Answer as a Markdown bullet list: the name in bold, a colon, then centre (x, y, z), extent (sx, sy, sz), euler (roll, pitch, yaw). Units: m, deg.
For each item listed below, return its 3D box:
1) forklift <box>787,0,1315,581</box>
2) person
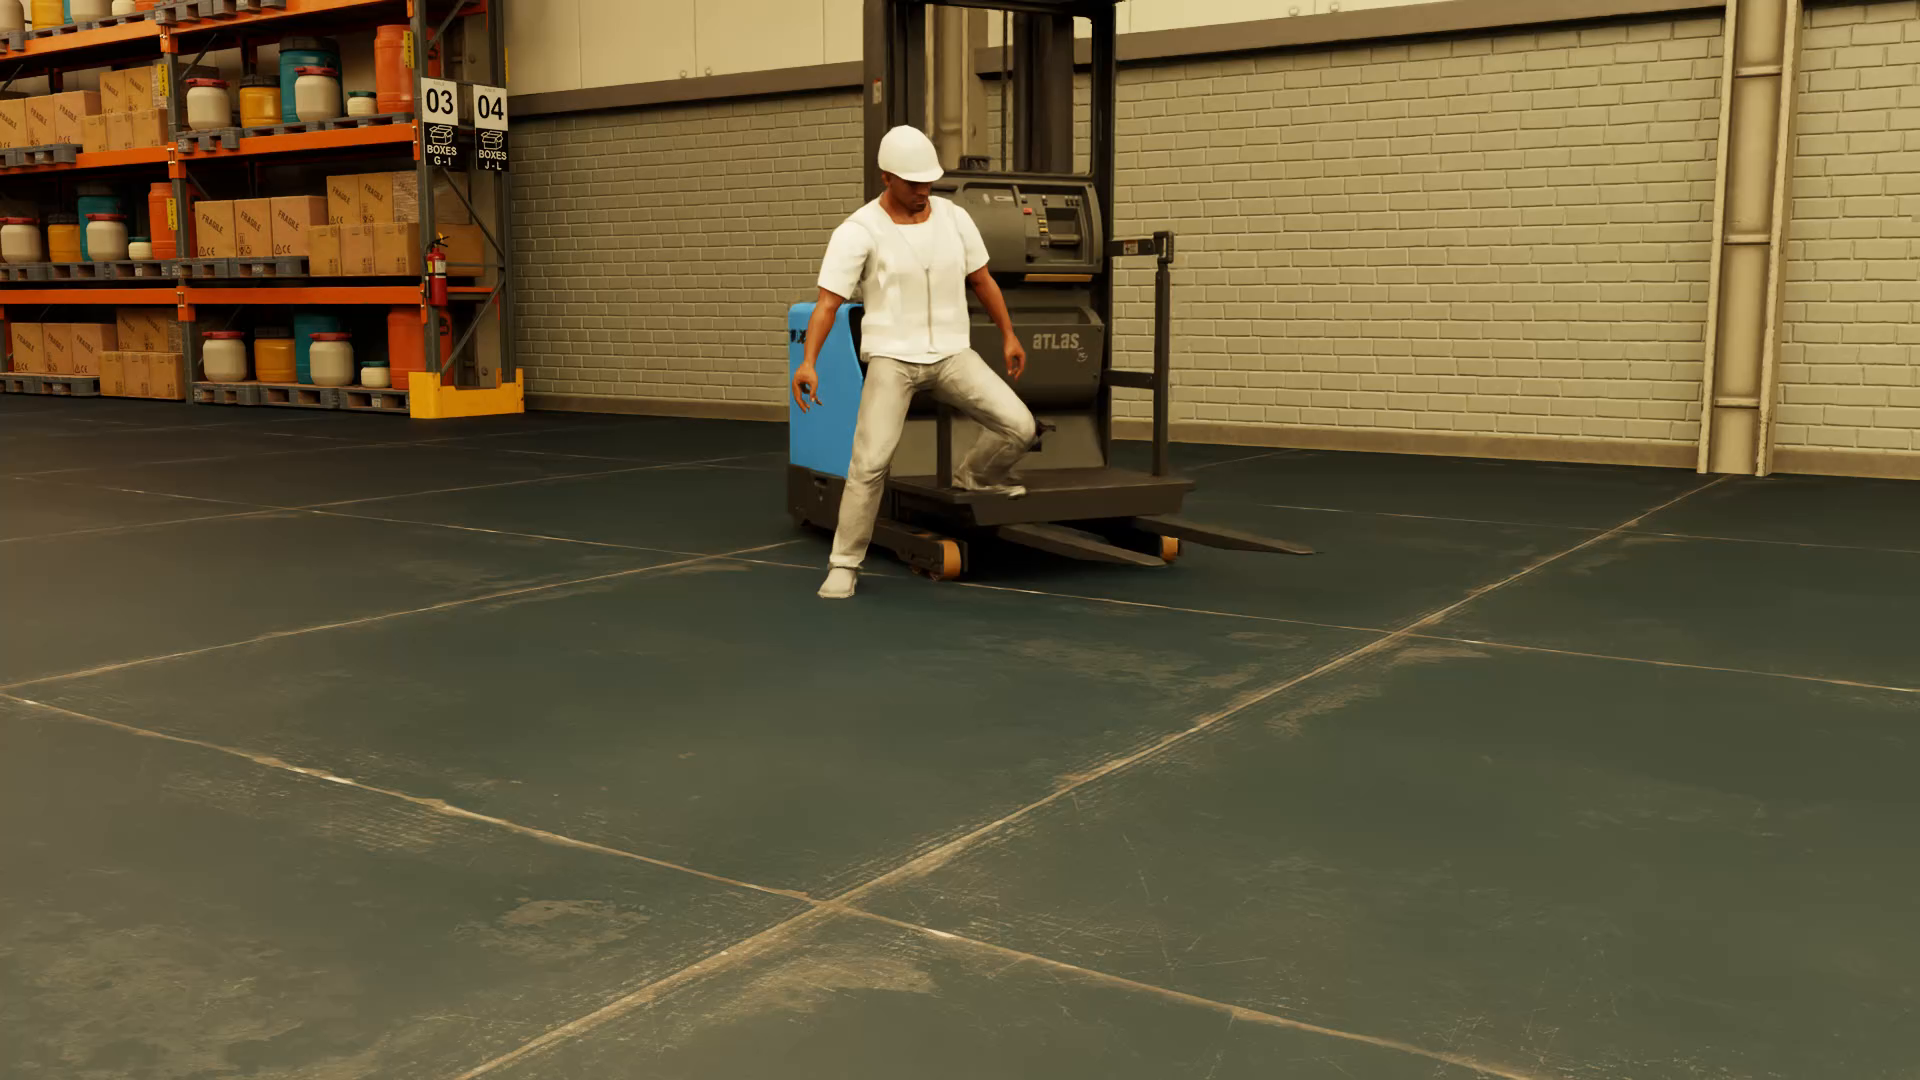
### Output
- **forklift**: centre (0.266, -1.360, 6.757), extent (1.130, 2.935, 3.031), euler (-4, 9, -26)
- **person**: centre (-0.155, -0.652, 6.162), extent (0.963, 1.713, 0.492), euler (-4, 9, -24)
